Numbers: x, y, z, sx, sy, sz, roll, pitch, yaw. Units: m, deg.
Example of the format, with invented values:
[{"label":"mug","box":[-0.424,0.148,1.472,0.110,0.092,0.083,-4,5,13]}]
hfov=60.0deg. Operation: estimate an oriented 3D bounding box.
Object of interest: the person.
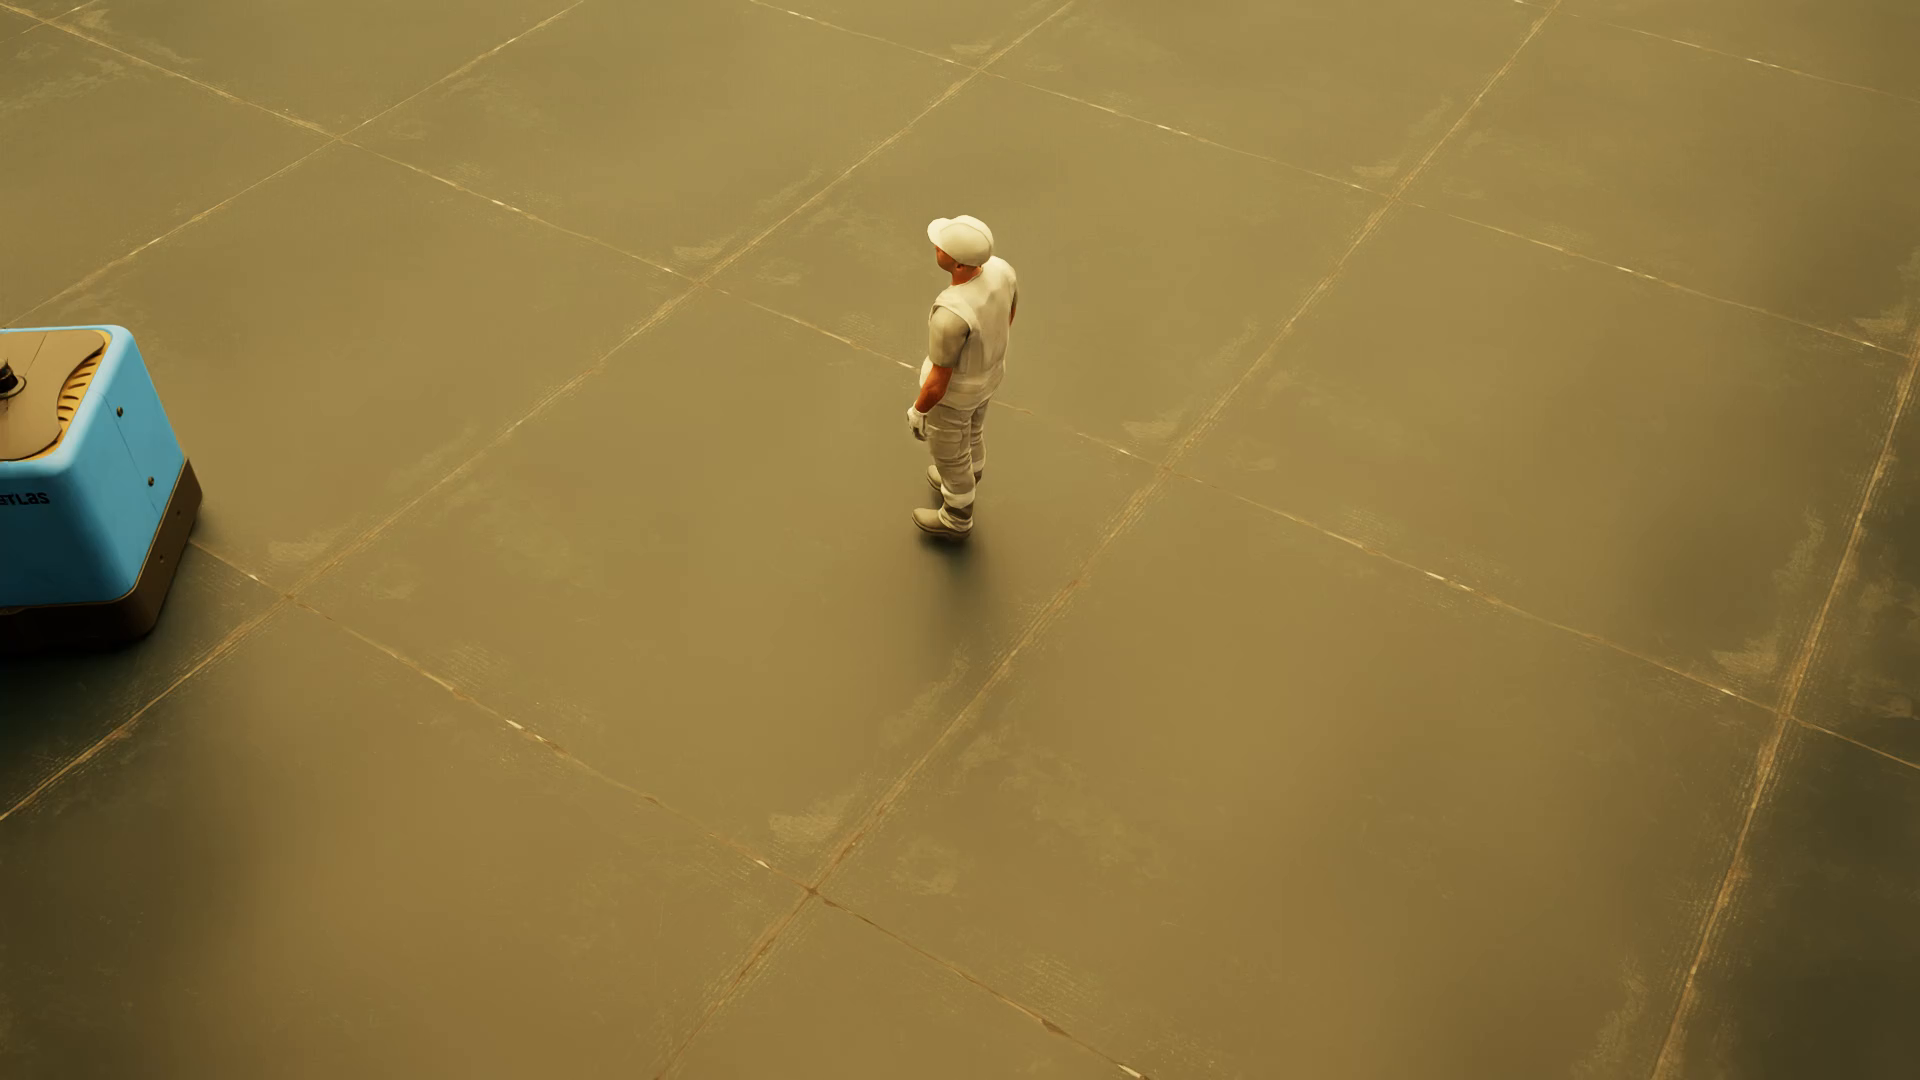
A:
[{"label":"person","box":[-0.061,-0.721,7.369,0.561,1.789,0.637,24,48,23]}]

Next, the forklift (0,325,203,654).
[{"label":"forklift","box":[-5.164,-0.849,6.744,3.031,2.935,1.130,-3,44,-3]}]
